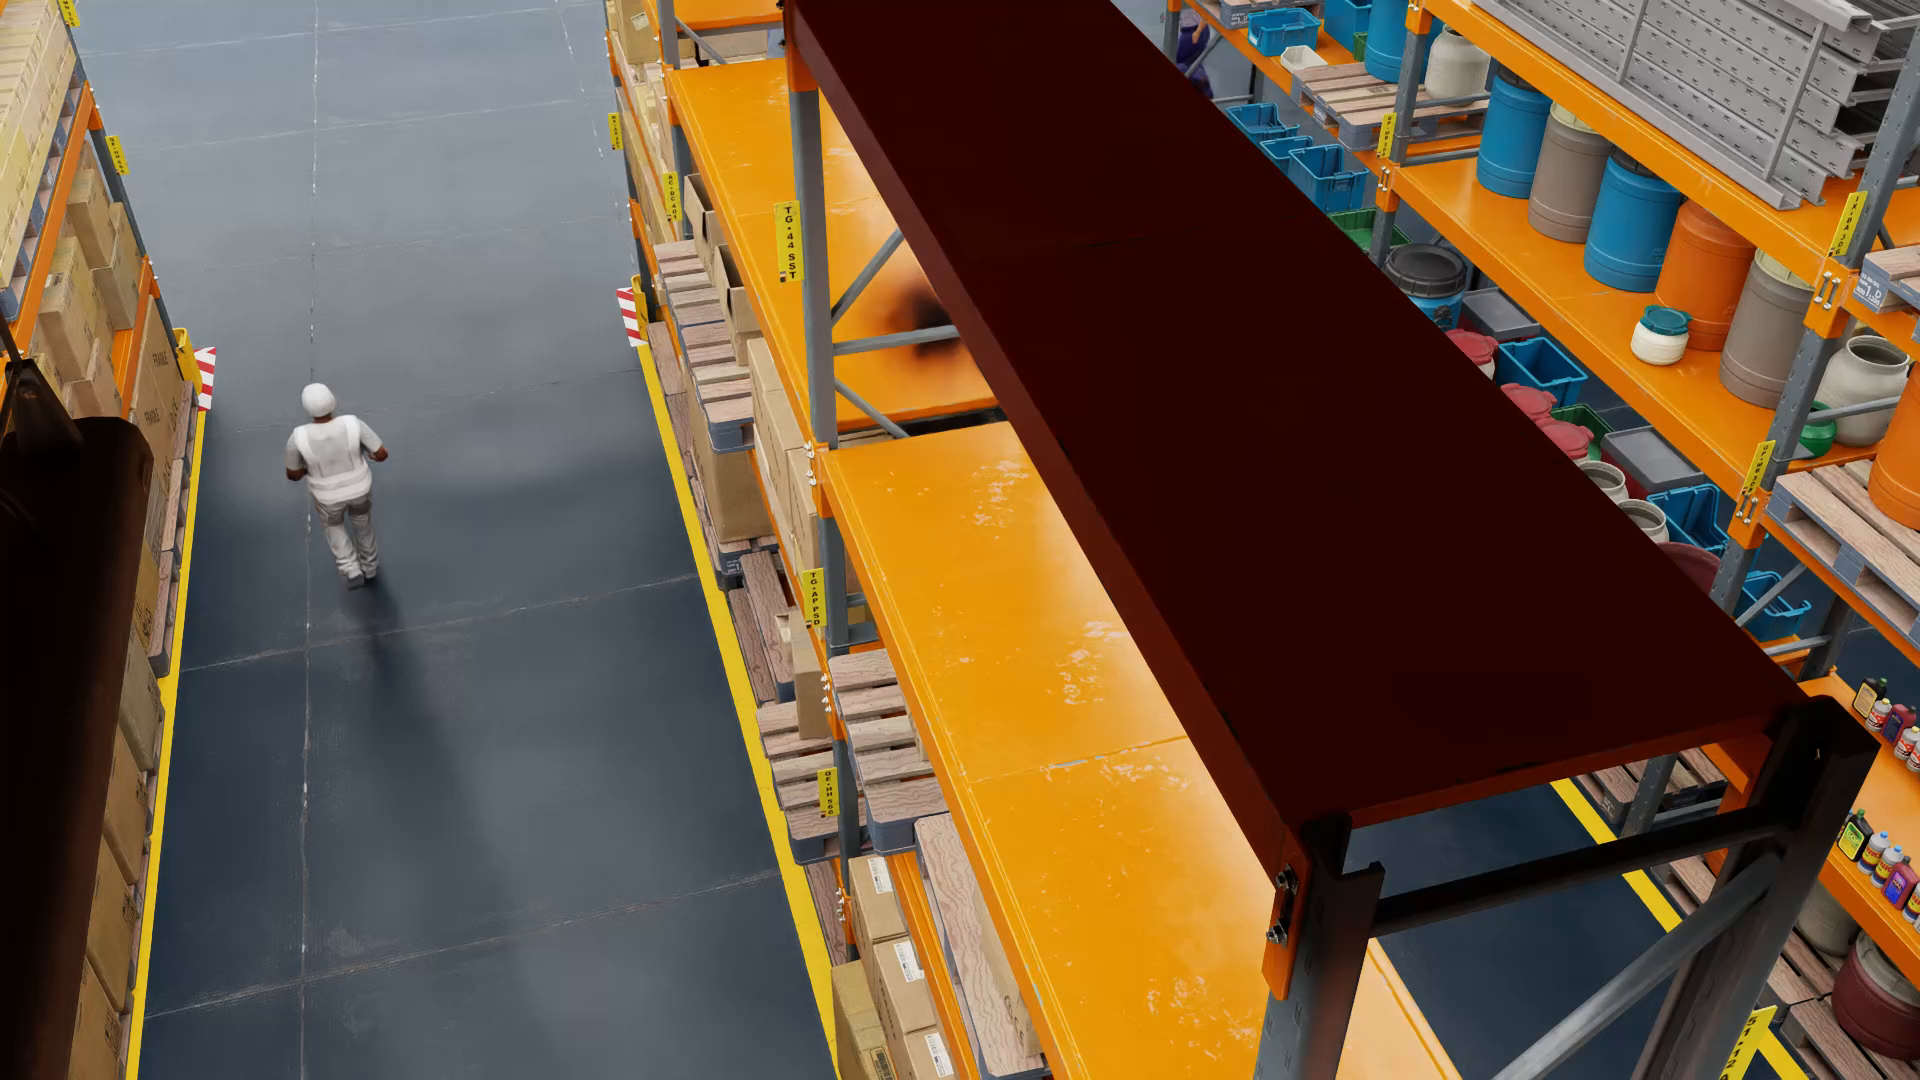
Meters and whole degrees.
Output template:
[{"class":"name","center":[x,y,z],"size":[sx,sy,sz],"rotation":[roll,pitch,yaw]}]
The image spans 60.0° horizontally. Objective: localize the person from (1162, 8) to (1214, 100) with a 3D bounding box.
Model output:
[{"class":"person","center":[2.581,-5.662,18.684],"size":[0.678,1.601,0.626],"rotation":[9,39,12]}]

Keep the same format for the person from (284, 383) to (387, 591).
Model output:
[{"class":"person","center":[-4.408,-0.369,11.897],"size":[0.685,1.734,0.667],"rotation":[-17,42,-21]}]
